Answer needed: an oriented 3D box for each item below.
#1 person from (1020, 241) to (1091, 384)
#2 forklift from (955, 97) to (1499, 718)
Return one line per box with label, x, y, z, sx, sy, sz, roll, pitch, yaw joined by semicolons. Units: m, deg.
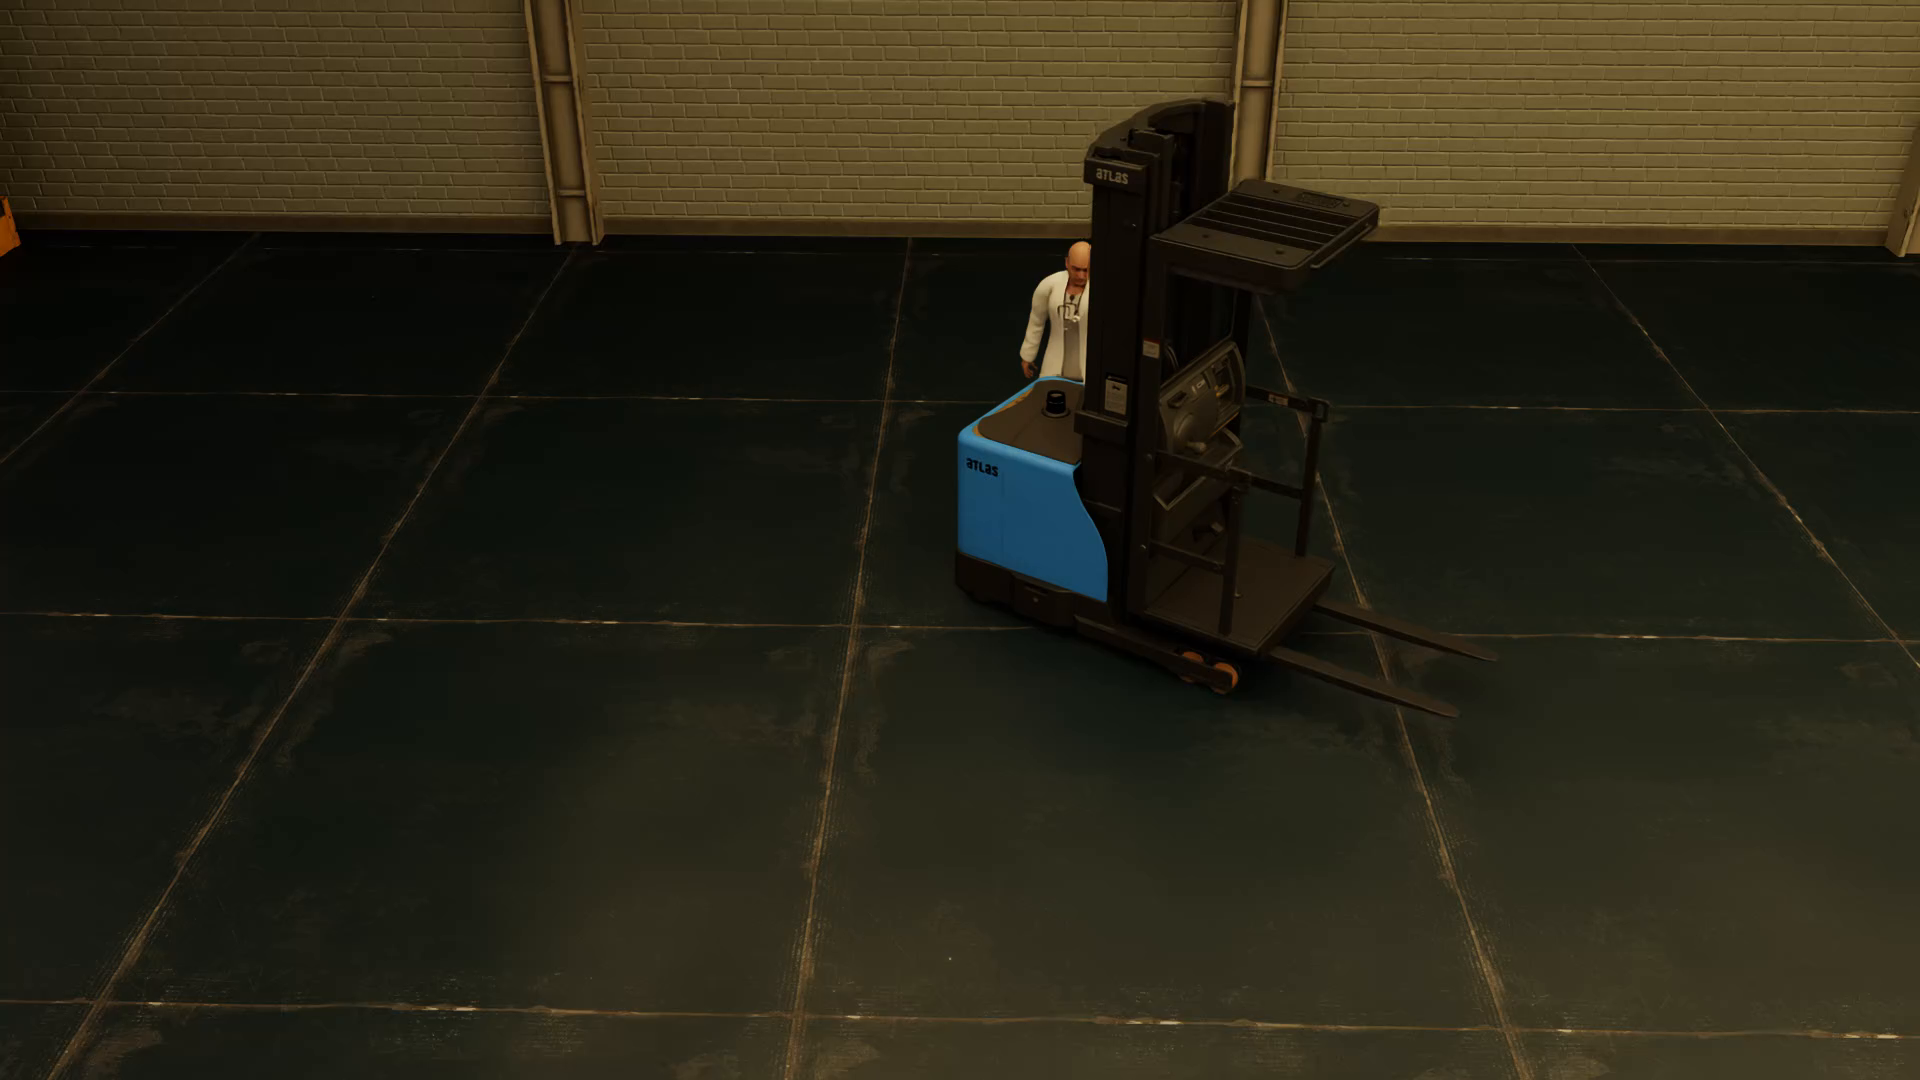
person;0.774;-1.085;10.623;0.878;1.751;0.423;11;32;17
forklift;1.477;-0.732;8.855;3.031;2.935;1.130;19;35;29
